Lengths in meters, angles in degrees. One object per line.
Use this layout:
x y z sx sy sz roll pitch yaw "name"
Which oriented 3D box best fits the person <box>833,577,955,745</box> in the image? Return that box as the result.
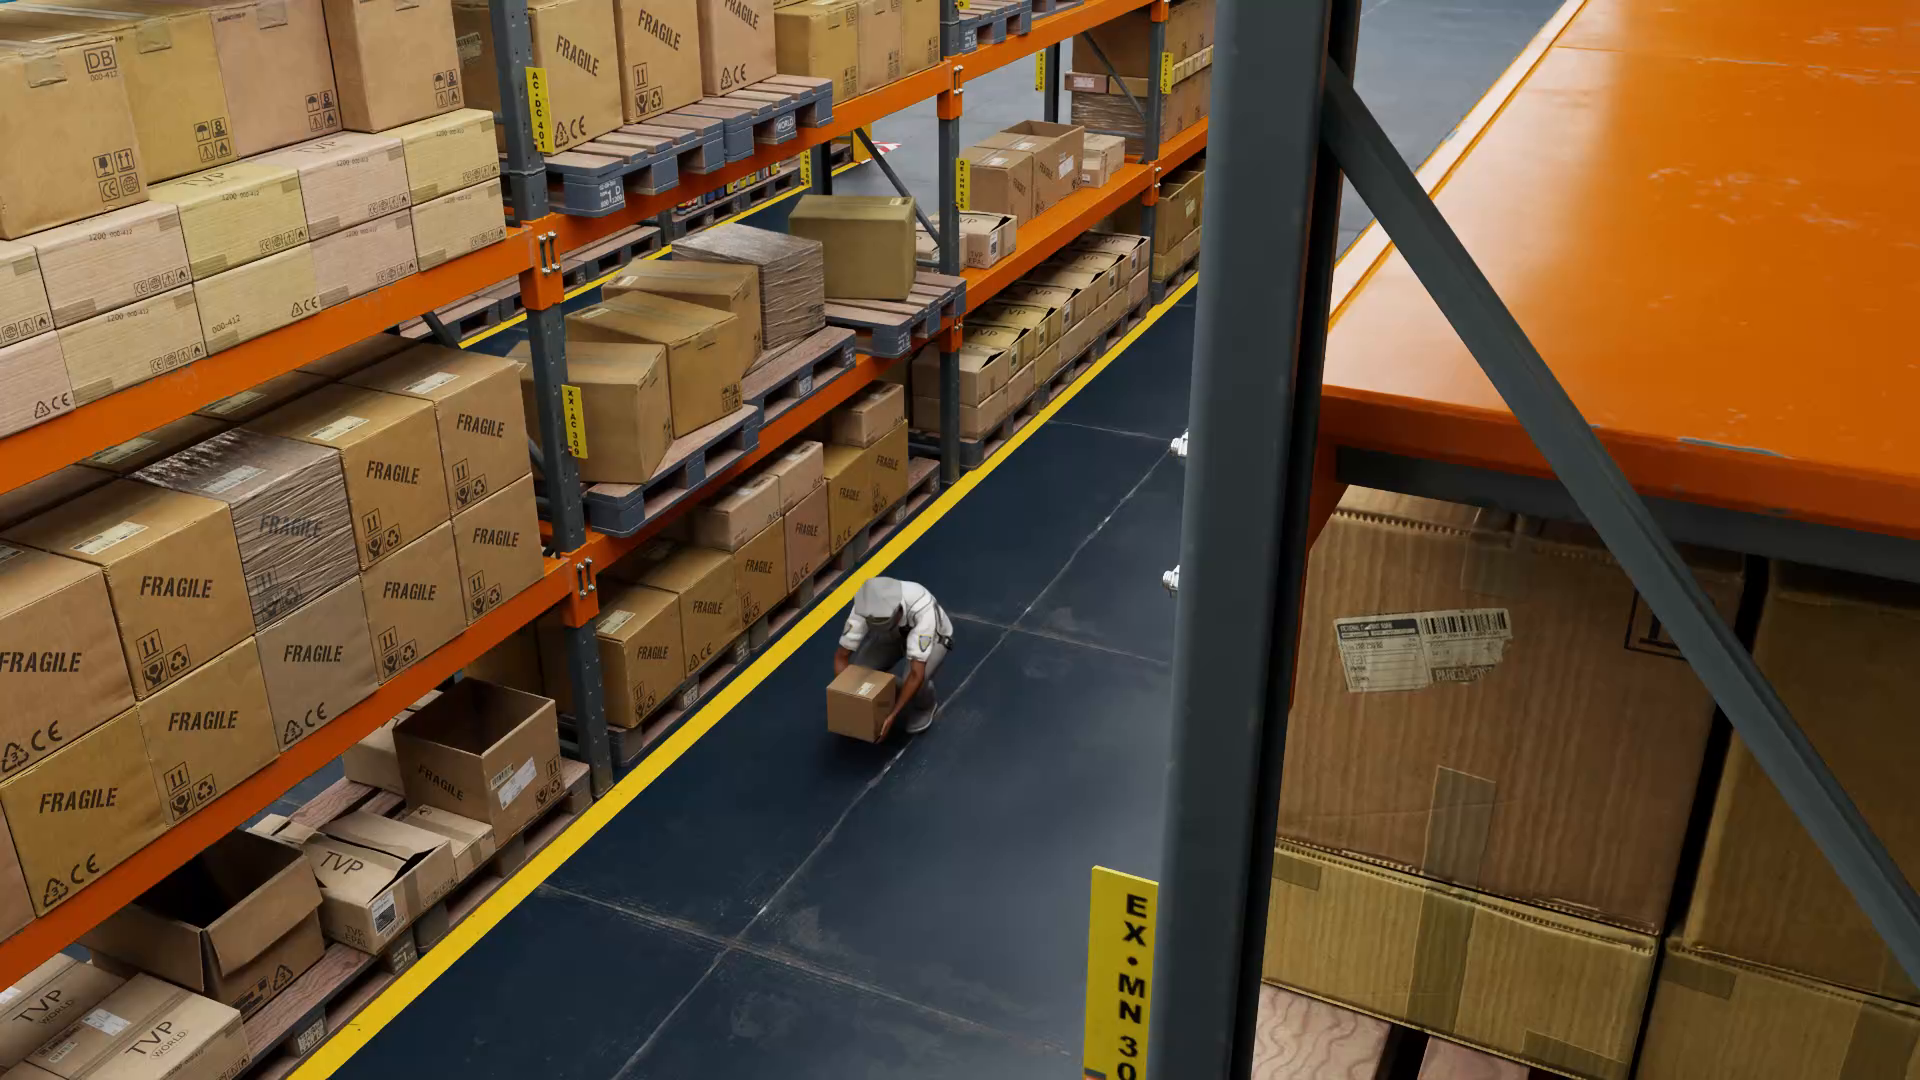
-0.327 0.534 8.356 0.501 0.948 0.849 12 29 22 "person"
